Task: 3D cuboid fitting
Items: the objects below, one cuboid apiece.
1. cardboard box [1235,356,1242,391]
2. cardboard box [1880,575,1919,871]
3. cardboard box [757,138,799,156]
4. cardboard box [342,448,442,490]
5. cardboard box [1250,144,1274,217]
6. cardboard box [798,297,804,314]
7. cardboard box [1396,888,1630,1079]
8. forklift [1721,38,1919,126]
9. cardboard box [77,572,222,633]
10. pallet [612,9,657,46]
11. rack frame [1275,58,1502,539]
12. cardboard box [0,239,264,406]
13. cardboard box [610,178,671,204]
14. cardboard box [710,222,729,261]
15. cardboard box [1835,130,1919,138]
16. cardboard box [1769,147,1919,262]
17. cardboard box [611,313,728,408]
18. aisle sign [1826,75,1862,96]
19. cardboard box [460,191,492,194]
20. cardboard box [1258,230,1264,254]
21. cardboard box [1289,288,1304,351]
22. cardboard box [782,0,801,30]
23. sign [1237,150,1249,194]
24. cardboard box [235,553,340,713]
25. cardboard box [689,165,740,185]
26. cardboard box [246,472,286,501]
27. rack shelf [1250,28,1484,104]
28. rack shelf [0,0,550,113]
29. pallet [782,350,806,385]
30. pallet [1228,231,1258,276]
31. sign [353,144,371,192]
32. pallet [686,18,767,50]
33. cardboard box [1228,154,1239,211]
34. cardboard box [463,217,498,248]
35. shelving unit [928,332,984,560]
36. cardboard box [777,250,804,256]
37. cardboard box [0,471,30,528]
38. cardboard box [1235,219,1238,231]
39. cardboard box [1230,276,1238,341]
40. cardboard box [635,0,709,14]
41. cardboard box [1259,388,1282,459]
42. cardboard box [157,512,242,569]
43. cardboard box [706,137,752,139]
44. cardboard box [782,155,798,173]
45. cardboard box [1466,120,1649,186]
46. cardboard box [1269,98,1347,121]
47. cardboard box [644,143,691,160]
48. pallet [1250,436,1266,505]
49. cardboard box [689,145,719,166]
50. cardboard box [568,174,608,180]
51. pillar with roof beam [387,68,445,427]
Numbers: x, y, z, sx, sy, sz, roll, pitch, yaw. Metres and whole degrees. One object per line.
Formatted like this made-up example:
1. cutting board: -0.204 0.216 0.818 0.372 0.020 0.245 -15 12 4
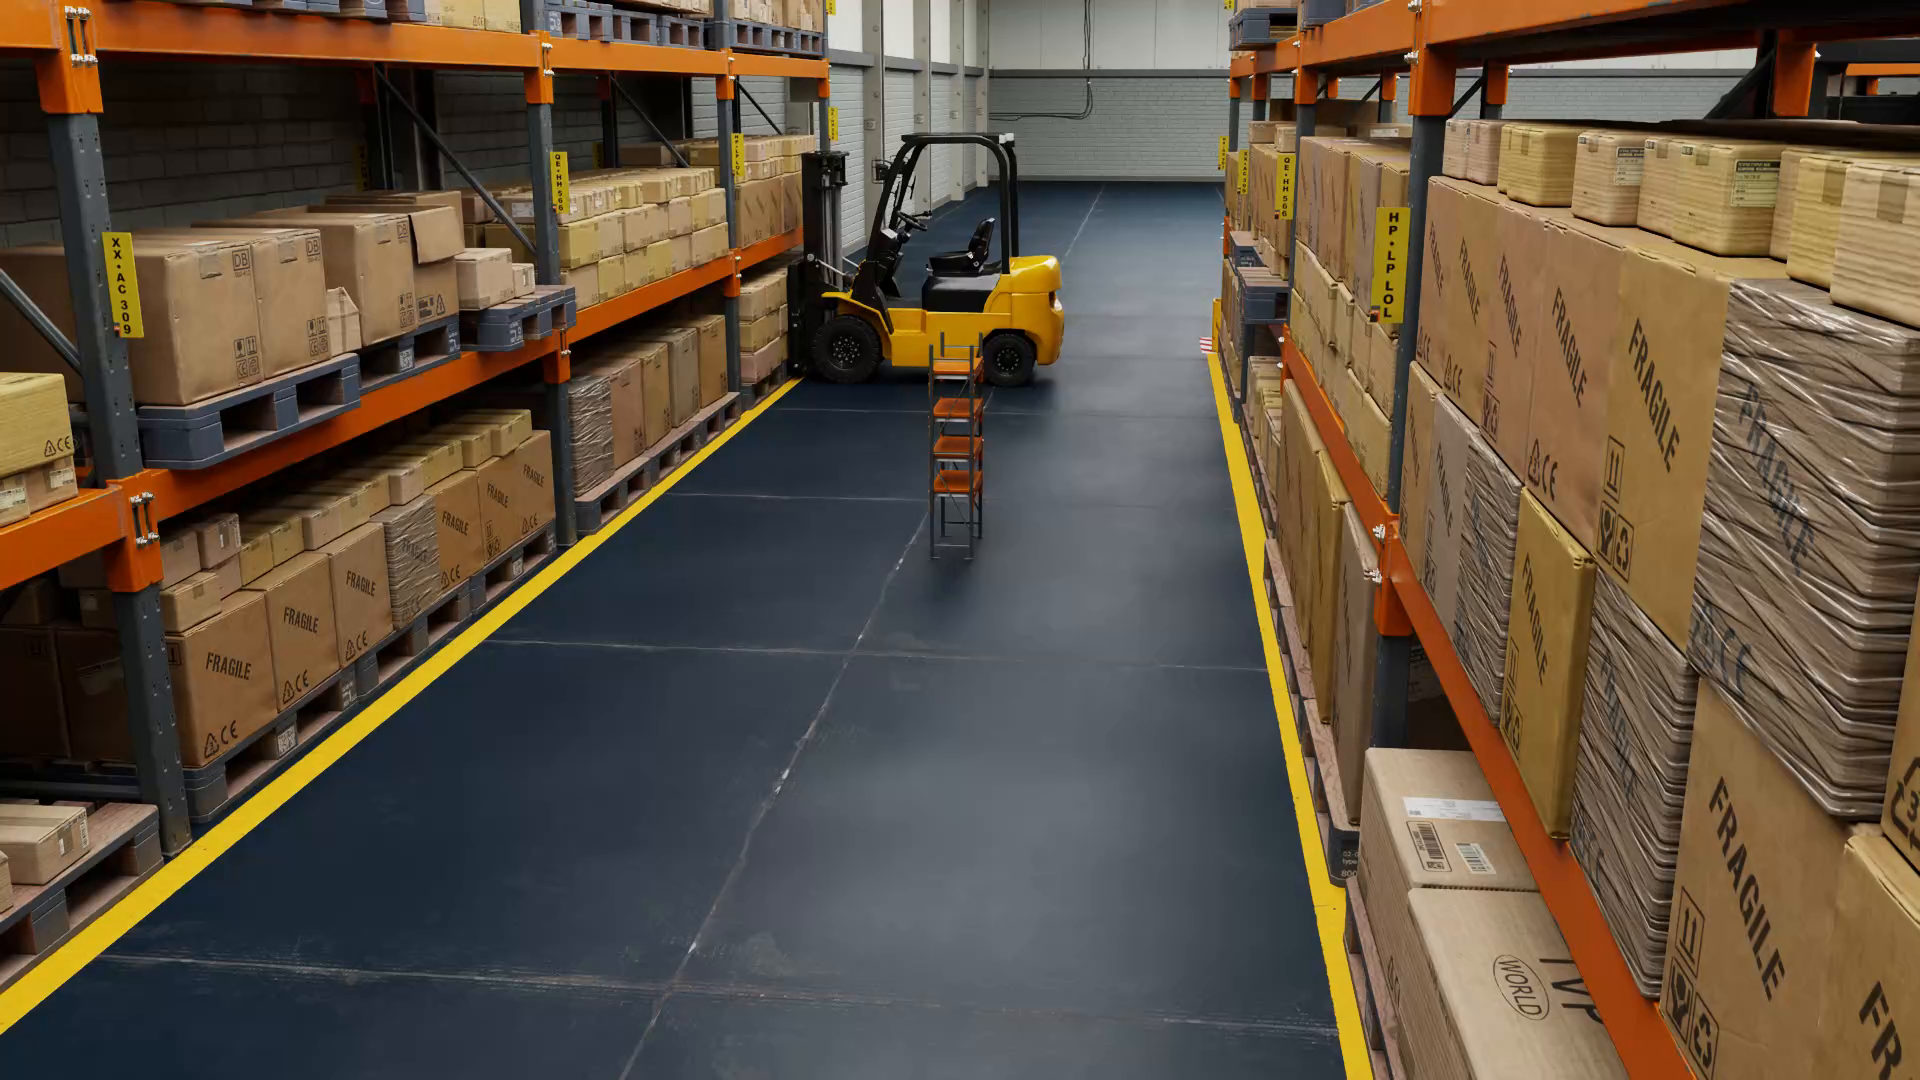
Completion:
1. cardboard box: 2.472 -1.359 13.406 0.500 0.250 0.500 2 15 9
2. cardboard box: 1.136 0.127 1.340 0.500 0.500 0.500 2 15 8
3. cardboard box: -1.684 -3.577 15.141 0.380 0.149 0.250 2 15 7
4. cardboard box: -2.692 -0.334 7.891 0.380 0.149 0.250 1 15 5
5. cardboard box: 2.279 -2.474 11.500 0.500 0.500 0.500 2 15 6
6. cardboard box: -1.718 -2.093 15.160 0.500 0.250 0.500 2 15 6
7. cardboard box: 1.492 1.178 3.662 0.875 0.438 0.875 1 15 5
8. forklift: 5.107 -1.582 9.897 1.130 2.935 3.031 2 15 7
9. cardboard box: -2.858 0.213 5.871 0.380 0.149 0.250 2 15 9
10. pallet: -2.600 -3.256 10.572 1.003 0.211 1.213 2 15 9
11. rack frame: 2.221 -1.285 8.669 1.000 3.000 0.127 2 15 6
12. cardboard box: -2.886 -0.763 5.741 0.700 0.500 0.500 2 15 8
13. cardboard box: -2.146 -2.331 11.101 0.380 0.149 0.250 1 15 5
14. cardboard box: -2.057 -2.257 12.550 0.500 0.250 0.500 2 15 8
15. cardboard box: 1.844 -0.673 3.054 0.380 0.149 0.250 1 15 5
16. cardboard box: 1.279 -0.419 2.116 0.380 0.149 0.250 2 15 6
17. cardboard box: -2.308 -1.389 12.796 0.875 0.625 0.625 2 15 9
18. aisle sign: 8.360 -4.505 15.596 0.394 0.787 0.004 2 15 6
19. cardboard box: -2.957 -1.953 9.705 0.380 0.149 0.250 2 15 8
20. cardboard box: 2.121 -1.933 10.740 0.380 0.149 0.250 2 15 8
21. cardboard box: 1.916 -1.093 8.246 0.500 0.250 0.500 1 15 5
22. cardboard box: -1.831 -4.868 14.984 0.700 0.500 0.500 2 15 7
23. sign: 2.132 -2.755 12.444 0.100 0.325 0.005 2 15 6
24. cardboard box: -2.834 0.354 6.592 0.500 0.500 0.500 1 15 6
25. cardboard box: -1.963 -2.904 13.222 0.380 0.149 0.250 1 15 5
26. cardboard box: -3.245 -0.208 7.426 0.380 0.149 0.250 1 15 4
27. rack shelf: 2.447 -2.905 10.289 1.077 0.370 4.000 2 15 6
28. rack shelf: -2.937 -2.012 6.990 1.077 0.370 4.000 2 15 6
29. pallet: -1.994 -1.644 15.338 1.003 0.211 1.213 2 15 6
30. pallet: 2.442 -2.036 11.813 1.003 0.211 1.213 2 15 6
31. sign: -3.263 -2.005 9.112 0.100 0.325 0.005 2 15 6
32. pallet: -2.190 -4.095 13.483 1.003 0.211 1.213 2 15 6
33. cardboard box: 2.739 -3.303 15.369 0.500 0.500 0.500 2 15 8
34. cardboard box: -2.937 -1.724 9.621 0.500 0.250 0.500 2 15 8
35. shelving unit: -0.019 -0.536 9.347 0.258 1.200 0.503 2 15 6
36. cardboard box: -1.551 -2.735 16.577 0.500 0.250 0.500 2 15 8
37. cardboard box: -2.956 -0.113 4.816 0.380 0.149 0.250 2 15 8
38. cardboard box: 2.569 -2.691 14.347 0.380 0.149 0.250 2 15 7
39. cardboard box: 2.585 -1.986 14.286 0.500 0.500 0.500 3 15 9
40. cardboard box: -2.100 -3.929 11.874 0.500 0.311 0.500 1 15 4
41. cardboard box: 2.461 -0.754 10.933 0.950 0.372 0.625 2 15 8
42. cardboard box: -2.876 0.000 6.086 0.380 0.149 0.250 1 15 4
43. cardboard box: -2.180 -3.730 15.706 0.380 0.149 0.250 2 15 7
44. cardboard box: -1.690 -3.435 15.185 0.380 0.149 0.250 2 15 7
45. cardboard box: 1.463 -0.951 4.082 0.380 0.149 0.250 2 15 7
46. cardboard box: 3.283 -3.896 15.646 0.700 0.500 0.500 1 15 5
47. cardboard box: -2.438 -3.197 13.736 0.380 0.149 0.250 2 15 6
48. pallet: 2.451 -0.457 10.949 1.003 0.211 1.213 2 15 6
49. cardboard box: -1.929 -3.047 13.179 0.380 0.149 0.250 2 15 7
50. cardboard box: -2.686 -2.481 11.656 0.380 0.149 0.250 2 15 6
51. pillar with roof beam: 0.818 -4.564 9.302 9.100 9.000 0.400 2 15 6
